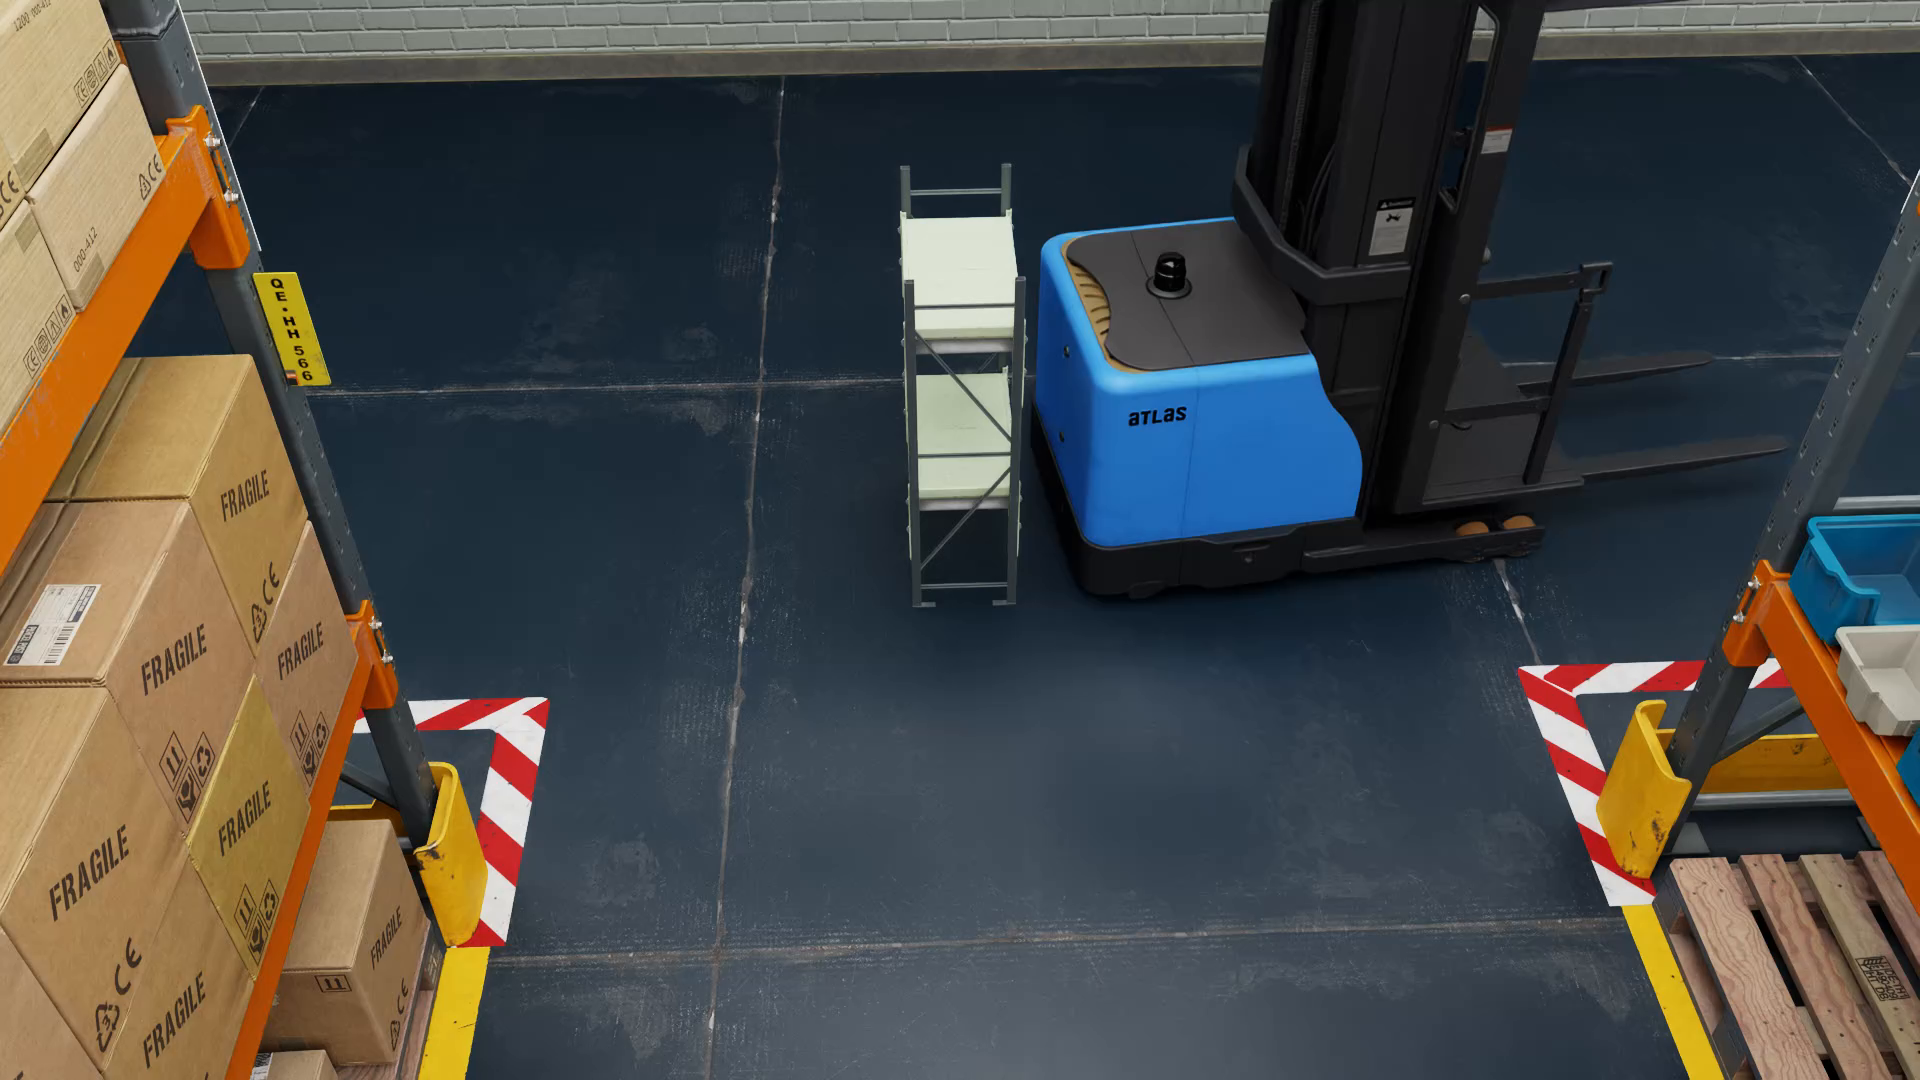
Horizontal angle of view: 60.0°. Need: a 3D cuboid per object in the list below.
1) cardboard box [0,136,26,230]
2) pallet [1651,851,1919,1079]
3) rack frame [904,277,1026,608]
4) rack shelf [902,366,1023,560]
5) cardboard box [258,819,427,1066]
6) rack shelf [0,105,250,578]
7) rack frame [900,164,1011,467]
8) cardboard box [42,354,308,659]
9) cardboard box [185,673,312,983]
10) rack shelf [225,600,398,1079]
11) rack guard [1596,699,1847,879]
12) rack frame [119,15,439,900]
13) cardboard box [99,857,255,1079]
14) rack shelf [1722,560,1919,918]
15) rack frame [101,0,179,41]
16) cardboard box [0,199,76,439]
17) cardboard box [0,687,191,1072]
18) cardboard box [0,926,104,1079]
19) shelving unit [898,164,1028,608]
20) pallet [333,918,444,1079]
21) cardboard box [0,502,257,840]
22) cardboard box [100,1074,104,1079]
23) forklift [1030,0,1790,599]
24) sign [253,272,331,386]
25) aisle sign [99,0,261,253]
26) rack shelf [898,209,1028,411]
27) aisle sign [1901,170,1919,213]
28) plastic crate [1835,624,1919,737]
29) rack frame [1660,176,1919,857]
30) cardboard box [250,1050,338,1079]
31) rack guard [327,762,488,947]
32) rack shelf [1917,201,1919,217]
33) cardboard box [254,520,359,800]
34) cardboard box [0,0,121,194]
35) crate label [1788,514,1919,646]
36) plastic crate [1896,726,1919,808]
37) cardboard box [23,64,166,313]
[{"bbox_3d":[-1.857,-0.514,2.612,0.500,0.250,0.500,-2,43,-2],"label":"cardboard box"},{"bbox_3d":[2.791,1.490,4.968,1.003,0.211,1.213,-2,43,-2],"label":"pallet"},{"bbox_3d":[0.016,-0.301,5.969,0.400,1.500,0.023,-2,43,-2],"label":"rack frame"},{"bbox_3d":[0.000,-0.308,6.459,0.431,0.370,0.720,-2,43,-2],"label":"rack shelf"},{"bbox_3d":[-1.885,1.163,4.786,0.500,0.500,0.500,-2,43,-2],"label":"cardboard box"},{"bbox_3d":[-2.070,0.553,2.239,1.077,0.370,4.000,-2,43,-2],"label":"rack shelf"},{"bbox_3d":[-0.015,-0.795,6.508,0.400,1.500,0.023,-2,43,-2],"label":"rack frame"},{"bbox_3d":[-1.861,-0.069,3.792,0.500,0.500,0.500,-2,43,-2],"label":"cardboard box"},{"bbox_3d":[-1.838,0.652,3.745,0.500,0.500,0.500,-1,43,-1],"label":"cardboard box"},{"bbox_3d":[-2.070,1.659,3.252,1.077,0.370,4.000,-2,43,-2],"label":"rack shelf"},{"bbox_3d":[2.780,0.810,5.497,1.175,0.500,0.348,-2,43,-2],"label":"rack guard"},{"bbox_3d":[-2.155,0.044,4.482,1.000,3.000,0.127,-2,43,-2],"label":"rack frame"},{"bbox_3d":[-1.822,0.989,3.378,0.500,0.500,0.500,-1,43,-1],"label":"cardboard box"},{"bbox_3d":[2.879,1.519,3.405,1.077,0.370,4.000,-2,43,-2],"label":"rack shelf"},{"bbox_3d":[-2.155,-2.168,2.455,1.000,3.000,0.127,-2,43,-2],"label":"rack frame"},{"bbox_3d":[-1.859,-0.330,2.781,0.500,0.250,0.500,-2,43,-2],"label":"cardboard box"},{"bbox_3d":[-1.812,0.622,3.038,0.500,0.500,0.500,-1,43,-1],"label":"cardboard box"},{"bbox_3d":[-1.790,0.968,2.660,0.500,0.500,0.500,0,43,0],"label":"cardboard box"},{"bbox_3d":[0.000,-0.548,6.238,0.431,1.500,0.755,-2,43,-2],"label":"shelving unit"},{"bbox_3d":[-2.117,1.661,4.782,1.003,0.211,1.213,-2,43,-2],"label":"pallet"},{"bbox_3d":[-1.839,0.272,3.420,0.500,0.500,0.500,-1,43,-1],"label":"cardboard box"},{"bbox_3d":[-1.801,1.329,3.007,0.500,0.500,0.500,-2,43,-2],"label":"cardboard box"},{"bbox_3d":[1.868,-1.337,6.039,3.031,2.935,1.130,-7,43,-8],"label":"forklift"},{"bbox_3d":[-1.599,-0.502,3.987,0.100,0.325,0.005,-2,43,-2],"label":"sign"},{"bbox_3d":[-1.852,-0.969,3.664,0.394,0.787,0.004,-2,43,-2],"label":"aisle sign"},{"bbox_3d":[0.000,-0.836,5.975,0.431,0.370,0.720,-2,43,-2],"label":"rack shelf"},{"bbox_3d":[2.495,-1.094,3.800,0.394,0.787,0.004,-2,43,-2],"label":"aisle sign"},{"bbox_3d":[2.407,0.374,4.273,0.250,0.136,0.298,-2,43,-2],"label":"plastic crate"},{"bbox_3d":[2.794,-0.096,4.635,1.000,3.000,0.127,-2,43,-2],"label":"rack frame"},{"bbox_3d":[-1.958,1.562,4.597,0.380,0.166,0.250,-2,43,-2],"label":"cardboard box"},{"bbox_3d":[-2.151,1.016,5.271,1.175,0.500,0.348,-2,43,-2],"label":"rack guard"},{"bbox_3d":[2.879,0.414,2.391,1.077,0.370,4.000,-2,43,-2],"label":"rack shelf"},{"bbox_3d":[-1.864,0.301,4.127,0.500,0.500,0.500,0,43,0],"label":"cardboard box"},{"bbox_3d":[-1.878,-0.852,2.980,0.500,0.250,0.500,-2,43,-2],"label":"cardboard box"},{"bbox_3d":[2.476,0.120,4.479,0.416,0.233,0.303,-2,43,-2],"label":"crate label"},{"bbox_3d":[2.504,0.564,3.994,0.416,0.233,0.300,-2,43,-2],"label":"plastic crate"},{"bbox_3d":[-1.869,-0.667,3.149,0.500,0.250,0.500,-2,43,-2],"label":"cardboard box"}]
